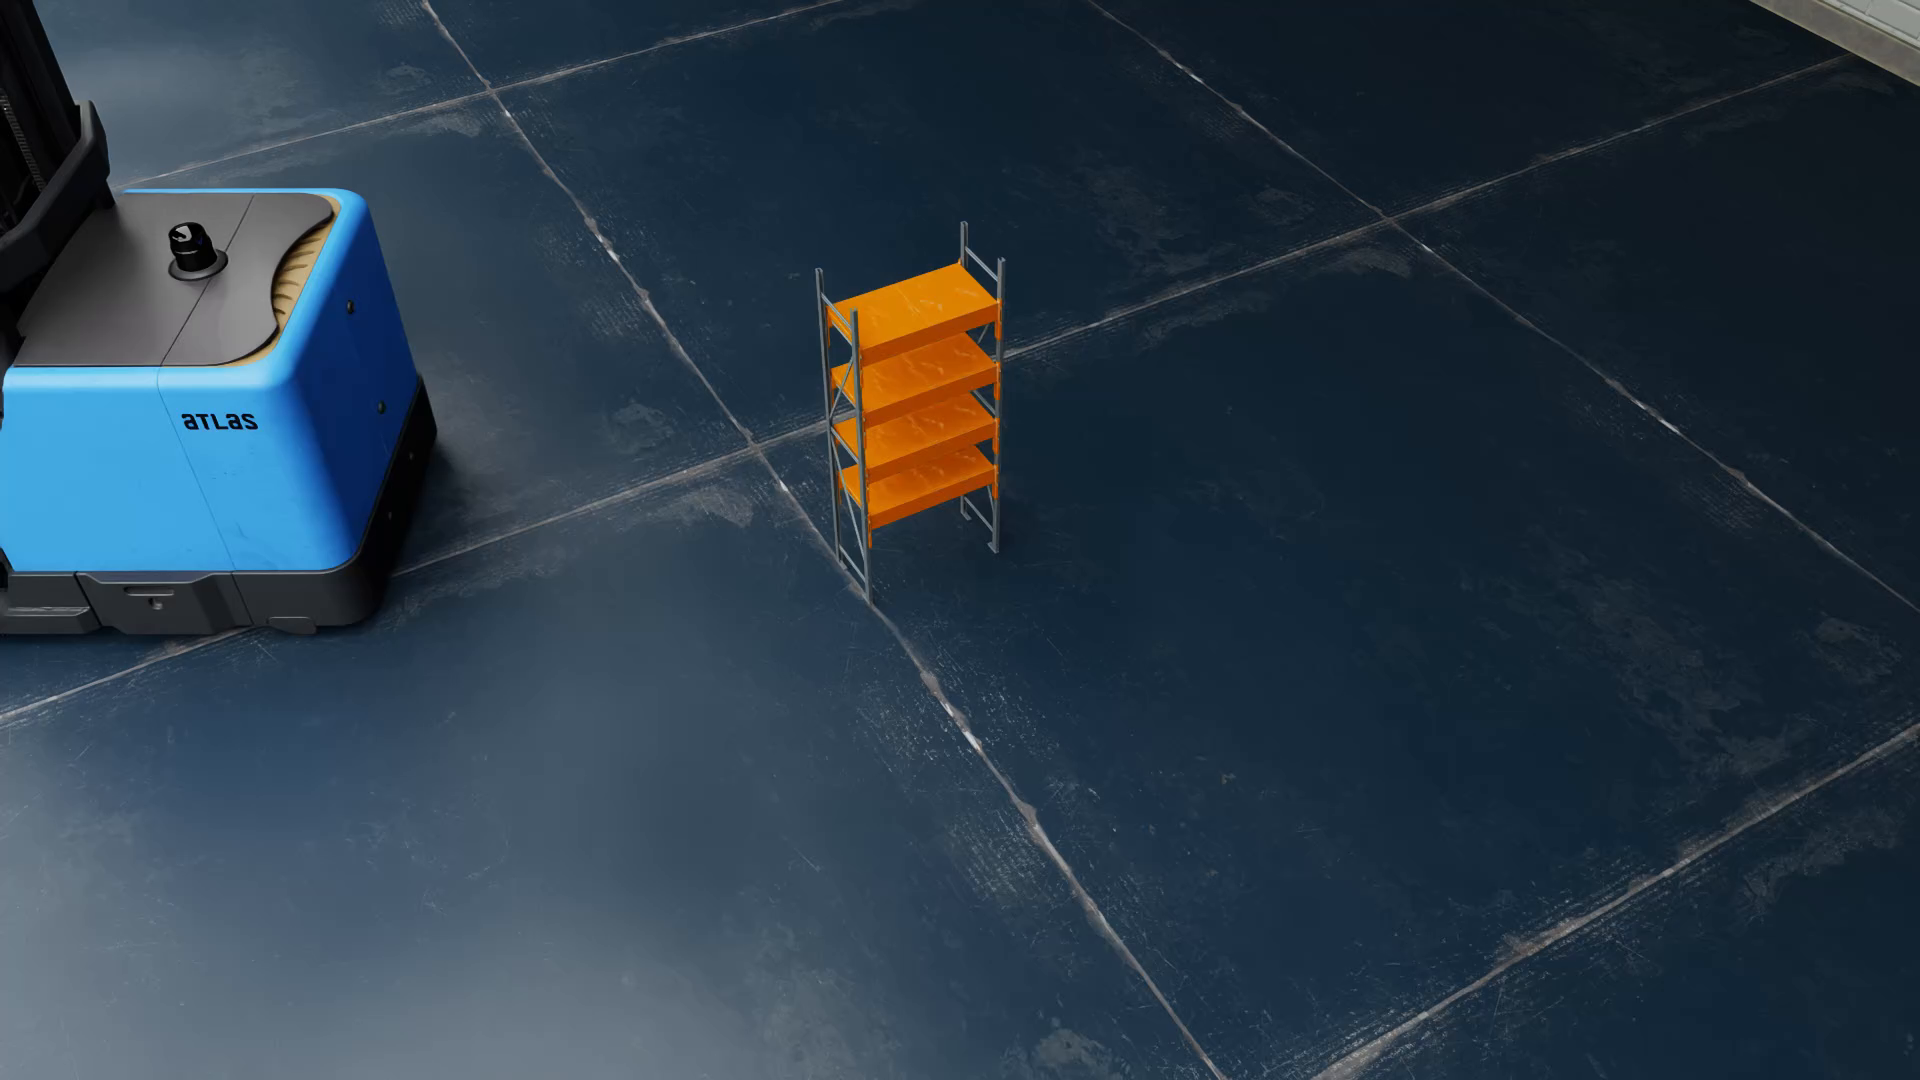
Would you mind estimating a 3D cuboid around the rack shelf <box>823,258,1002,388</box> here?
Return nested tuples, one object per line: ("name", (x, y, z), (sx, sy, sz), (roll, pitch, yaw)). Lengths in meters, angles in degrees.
("rack shelf", (-0.144, -0.655, 4.999), (0.480, 0.148, 0.258), (-22, 48, -21))

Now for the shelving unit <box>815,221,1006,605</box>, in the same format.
("shelving unit", (-0.144, -0.373, 5.273), (0.503, 1.200, 0.258), (-22, 48, -21))

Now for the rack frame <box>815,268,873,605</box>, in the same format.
("rack frame", (-0.355, -0.288, 5.186), (0.015, 1.200, 0.240), (-22, 48, -21))

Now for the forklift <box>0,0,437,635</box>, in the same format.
("forklift", (-3.413, -1.085, 4.764), (3.031, 2.935, 1.130), (0, 44, 0))

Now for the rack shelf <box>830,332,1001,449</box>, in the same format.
("rack shelf", (-0.144, -0.485, 5.164), (0.480, 0.148, 0.258), (-22, 48, -21))

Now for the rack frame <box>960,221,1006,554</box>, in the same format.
("rack frame", (0.068, -0.458, 5.360), (0.015, 1.200, 0.240), (-22, 48, -21))

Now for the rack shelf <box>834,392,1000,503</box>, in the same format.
("rack shelf", (-0.144, -0.325, 5.320), (0.480, 0.148, 0.258), (-22, 48, -21))

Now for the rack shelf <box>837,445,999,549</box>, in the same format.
("rack shelf", (-0.144, -0.182, 5.458), (0.480, 0.148, 0.258), (-22, 48, -21))
